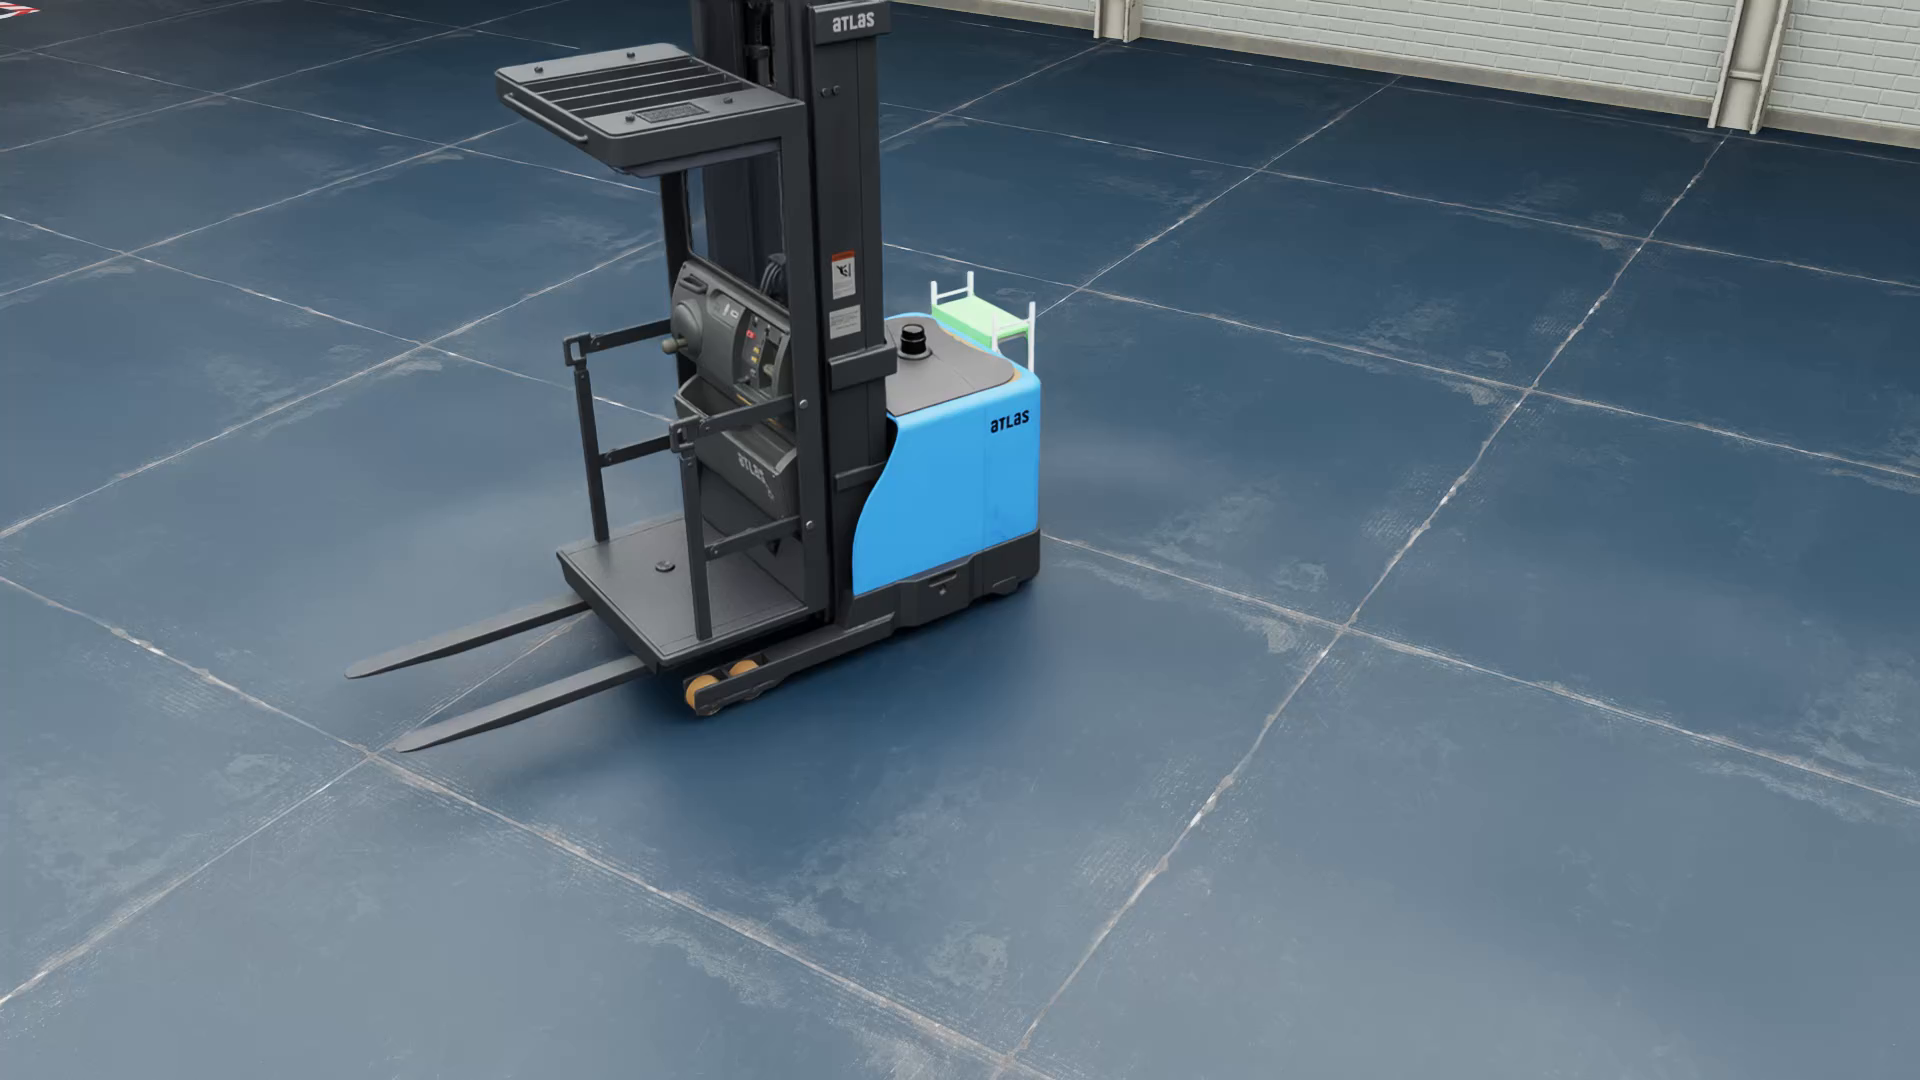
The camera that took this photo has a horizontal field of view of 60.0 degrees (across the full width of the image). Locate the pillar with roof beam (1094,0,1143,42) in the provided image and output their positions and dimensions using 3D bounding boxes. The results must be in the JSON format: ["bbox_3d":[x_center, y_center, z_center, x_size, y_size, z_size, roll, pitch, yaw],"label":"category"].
[{"bbox_3d":[-0.667,-7.235,11.722,0.400,9.000,9.100,18,35,27],"label":"pillar with roof beam"}]

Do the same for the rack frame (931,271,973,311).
[{"bbox_3d":[-0.037,-0.757,8.357,0.240,1.200,0.015,-20,36,-30],"label":"rack frame"}]

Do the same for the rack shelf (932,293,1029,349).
[{"bbox_3d":[0.106,-1.017,7.976,0.258,0.148,0.480,-20,36,-30],"label":"rack shelf"}]

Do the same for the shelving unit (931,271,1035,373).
[{"bbox_3d":[0.106,-0.657,8.186,0.258,1.200,0.503,-20,36,-30],"label":"shelving unit"}]

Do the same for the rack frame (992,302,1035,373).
[{"bbox_3d":[0.248,-0.557,8.015,0.240,1.200,0.015,-20,36,-30],"label":"rack frame"}]

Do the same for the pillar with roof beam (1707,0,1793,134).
[{"bbox_3d":[4.415,-5.628,8.967,0.400,9.000,9.100,18,35,27],"label":"pillar with roof beam"}]

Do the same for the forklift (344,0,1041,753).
[{"bbox_3d":[-1.122,-0.832,6.767,3.031,2.935,1.130,-20,36,-30],"label":"forklift"}]
